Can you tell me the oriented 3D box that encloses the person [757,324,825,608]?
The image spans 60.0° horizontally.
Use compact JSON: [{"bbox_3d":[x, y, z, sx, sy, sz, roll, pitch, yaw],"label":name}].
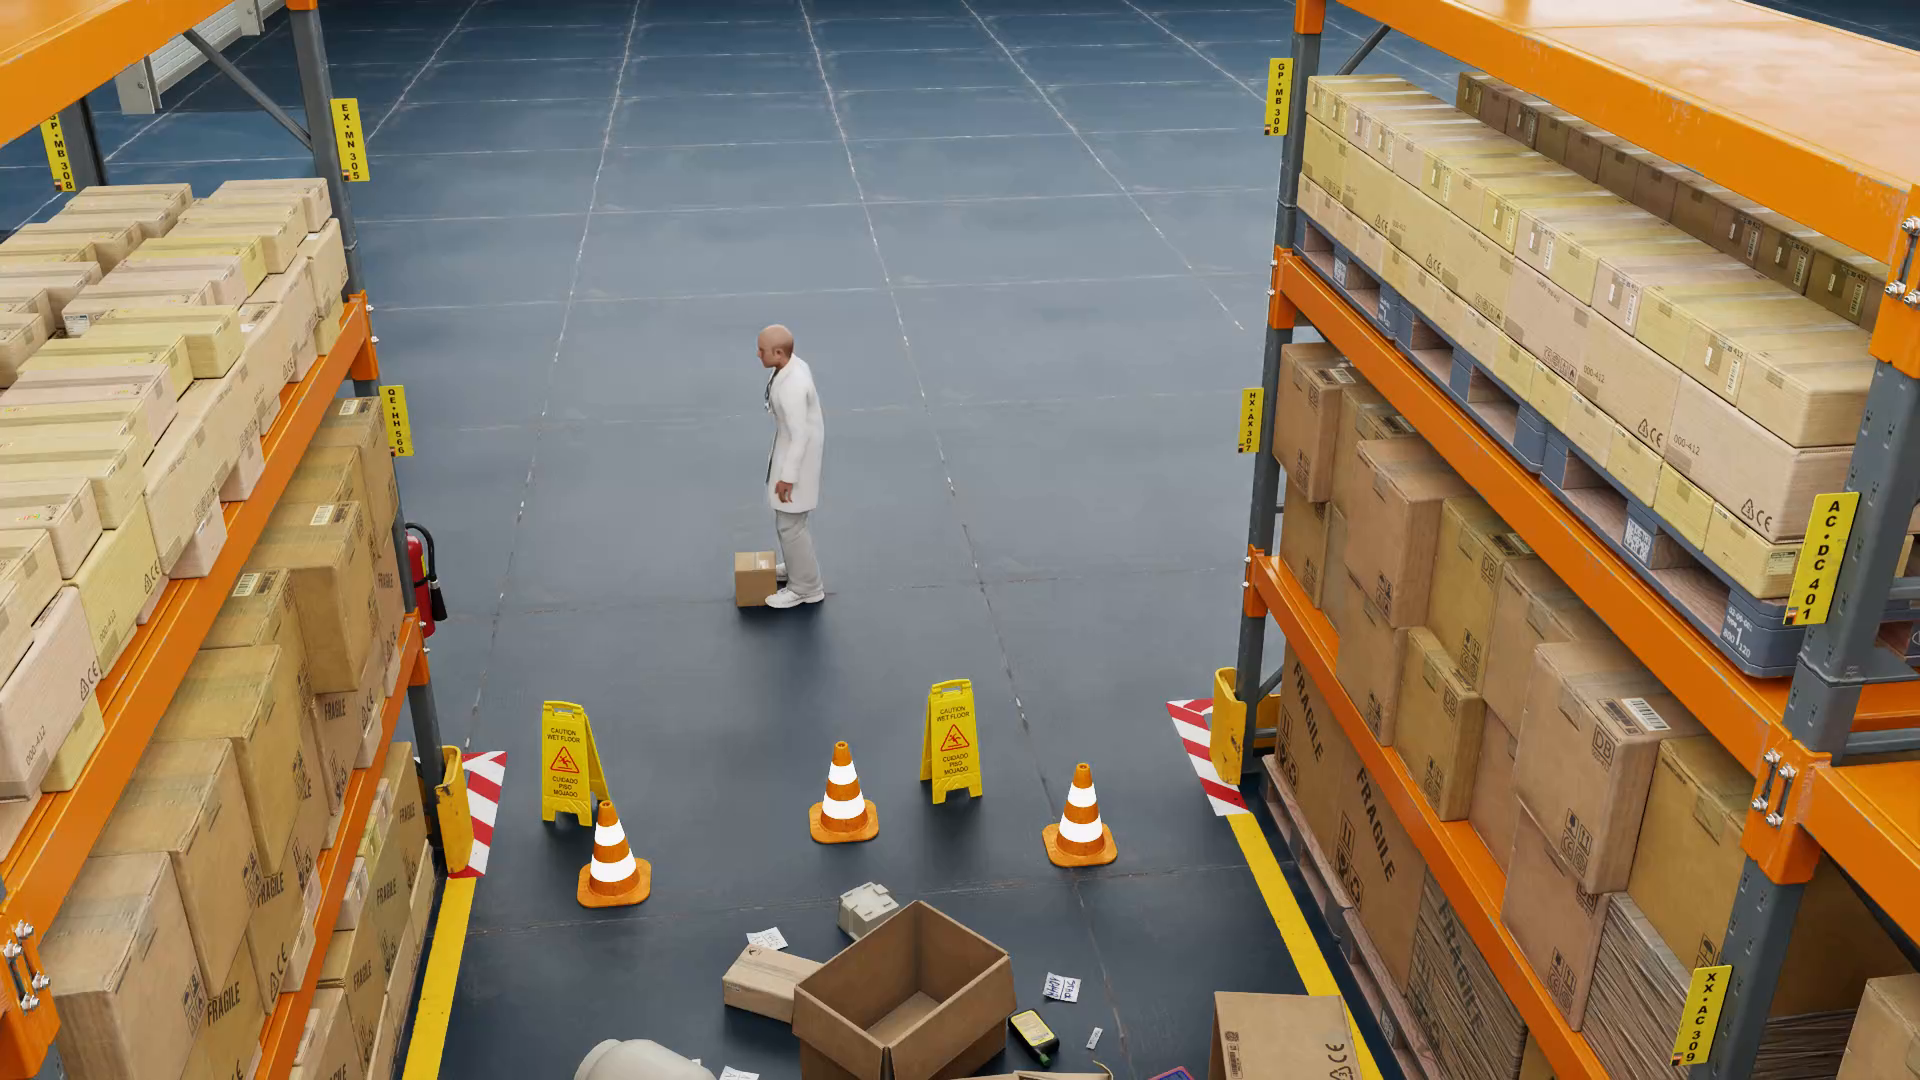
[{"bbox_3d":[-1.025,-0.460,10.037,0.424,1.774,0.644,-3,27,-7],"label":"person"}]
